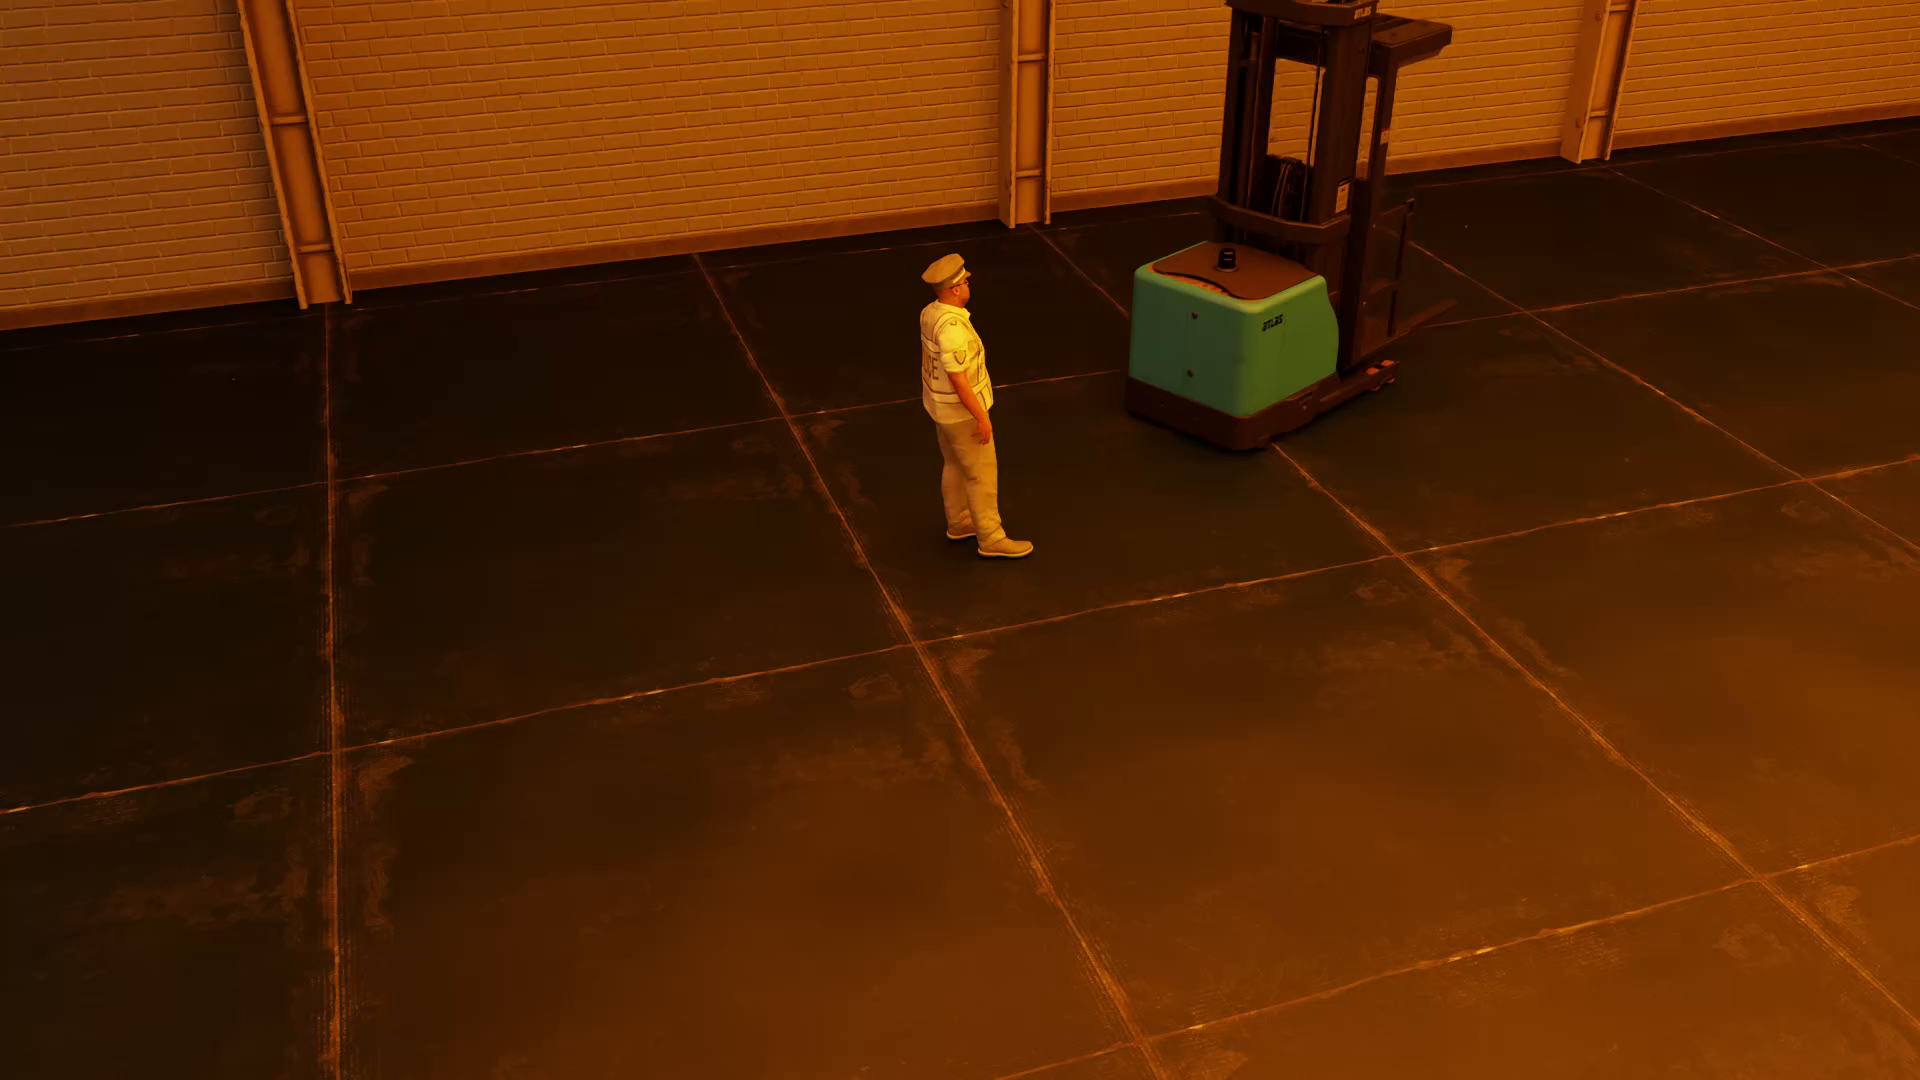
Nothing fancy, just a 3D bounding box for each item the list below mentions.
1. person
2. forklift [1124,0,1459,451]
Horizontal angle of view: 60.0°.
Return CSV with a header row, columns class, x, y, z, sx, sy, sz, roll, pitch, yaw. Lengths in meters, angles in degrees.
class,x,y,z,sx,sy,sz,roll,pitch,yaw
person,0.078,-0.785,9.590,0.574,1.778,0.641,-10,31,-16
forklift,2.530,-2.492,11.418,1.130,2.935,3.031,26,39,38
